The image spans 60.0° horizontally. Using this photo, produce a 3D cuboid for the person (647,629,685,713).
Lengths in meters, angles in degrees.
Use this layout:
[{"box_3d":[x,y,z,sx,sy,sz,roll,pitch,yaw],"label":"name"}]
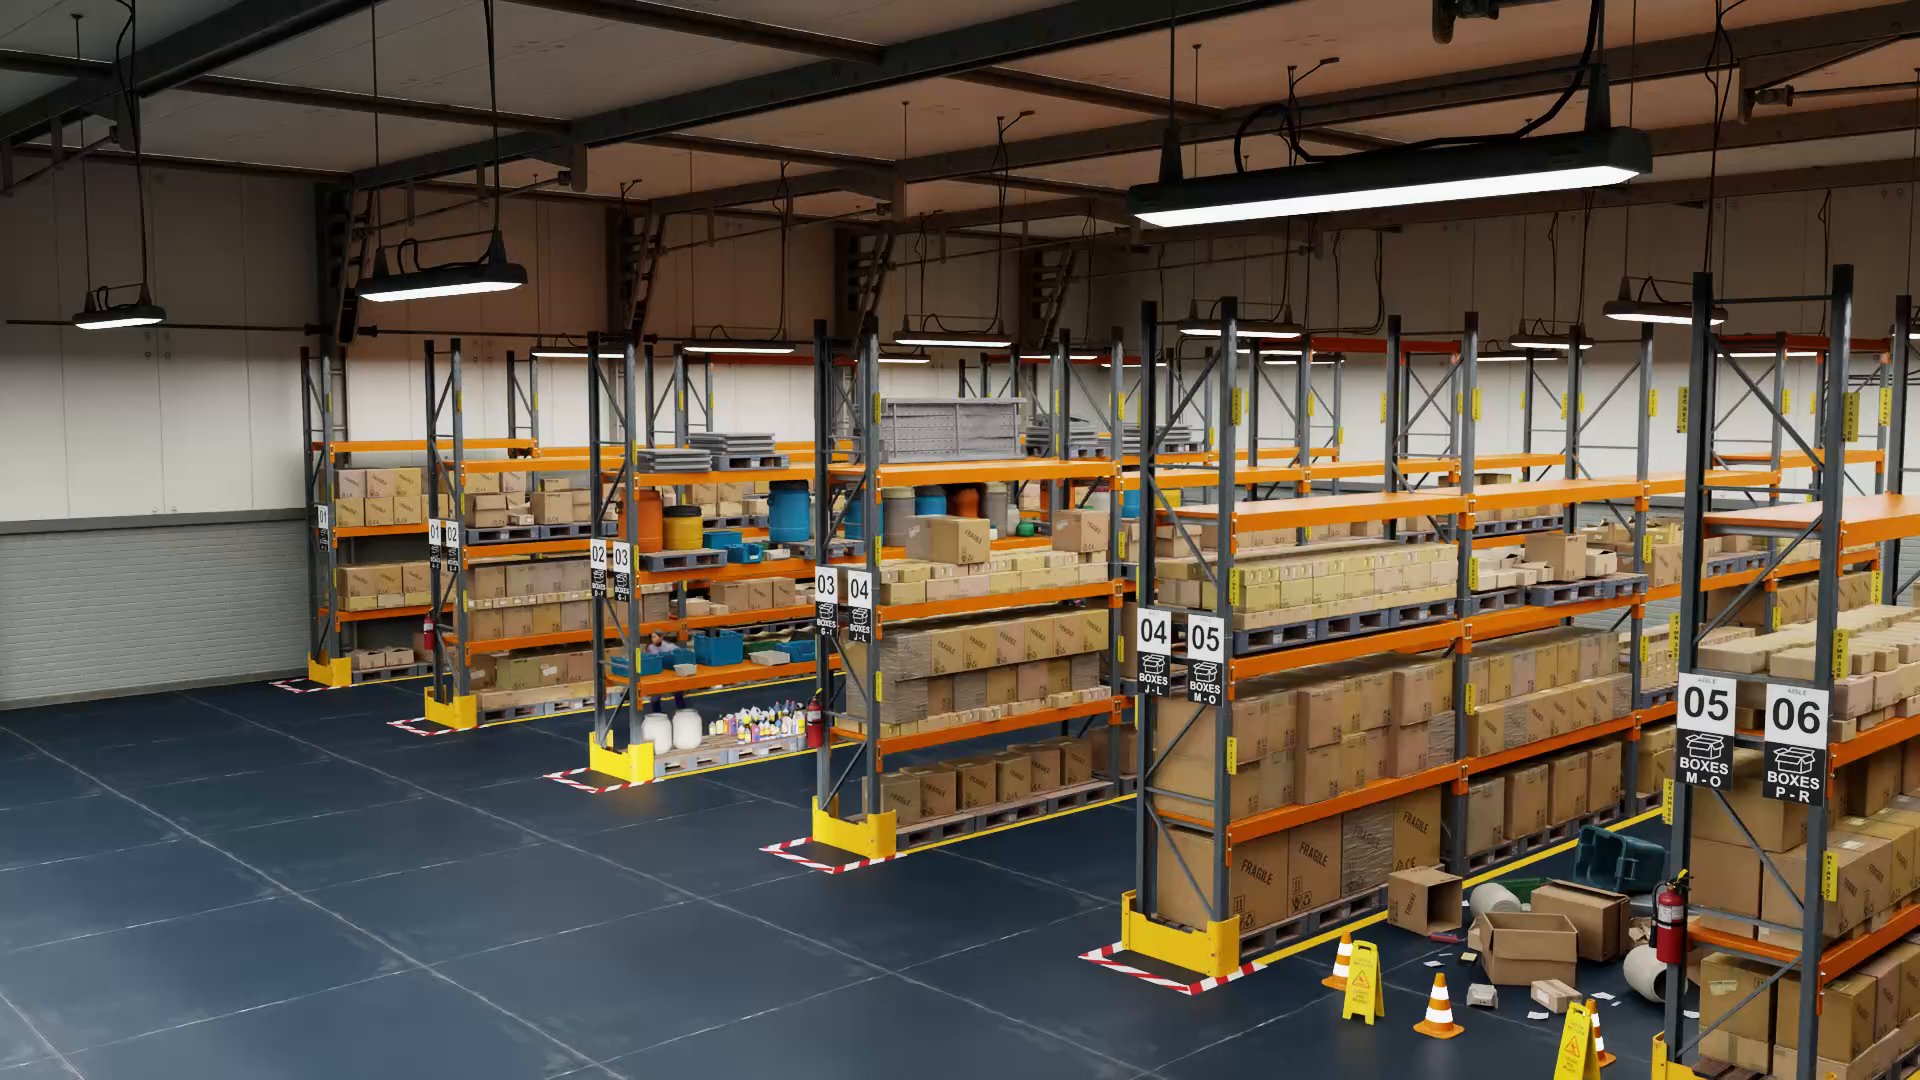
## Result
[{"box_3d":[-4.523,2.163,25.682,0.641,1.624,0.816,0,5,-3],"label":"person"}]
